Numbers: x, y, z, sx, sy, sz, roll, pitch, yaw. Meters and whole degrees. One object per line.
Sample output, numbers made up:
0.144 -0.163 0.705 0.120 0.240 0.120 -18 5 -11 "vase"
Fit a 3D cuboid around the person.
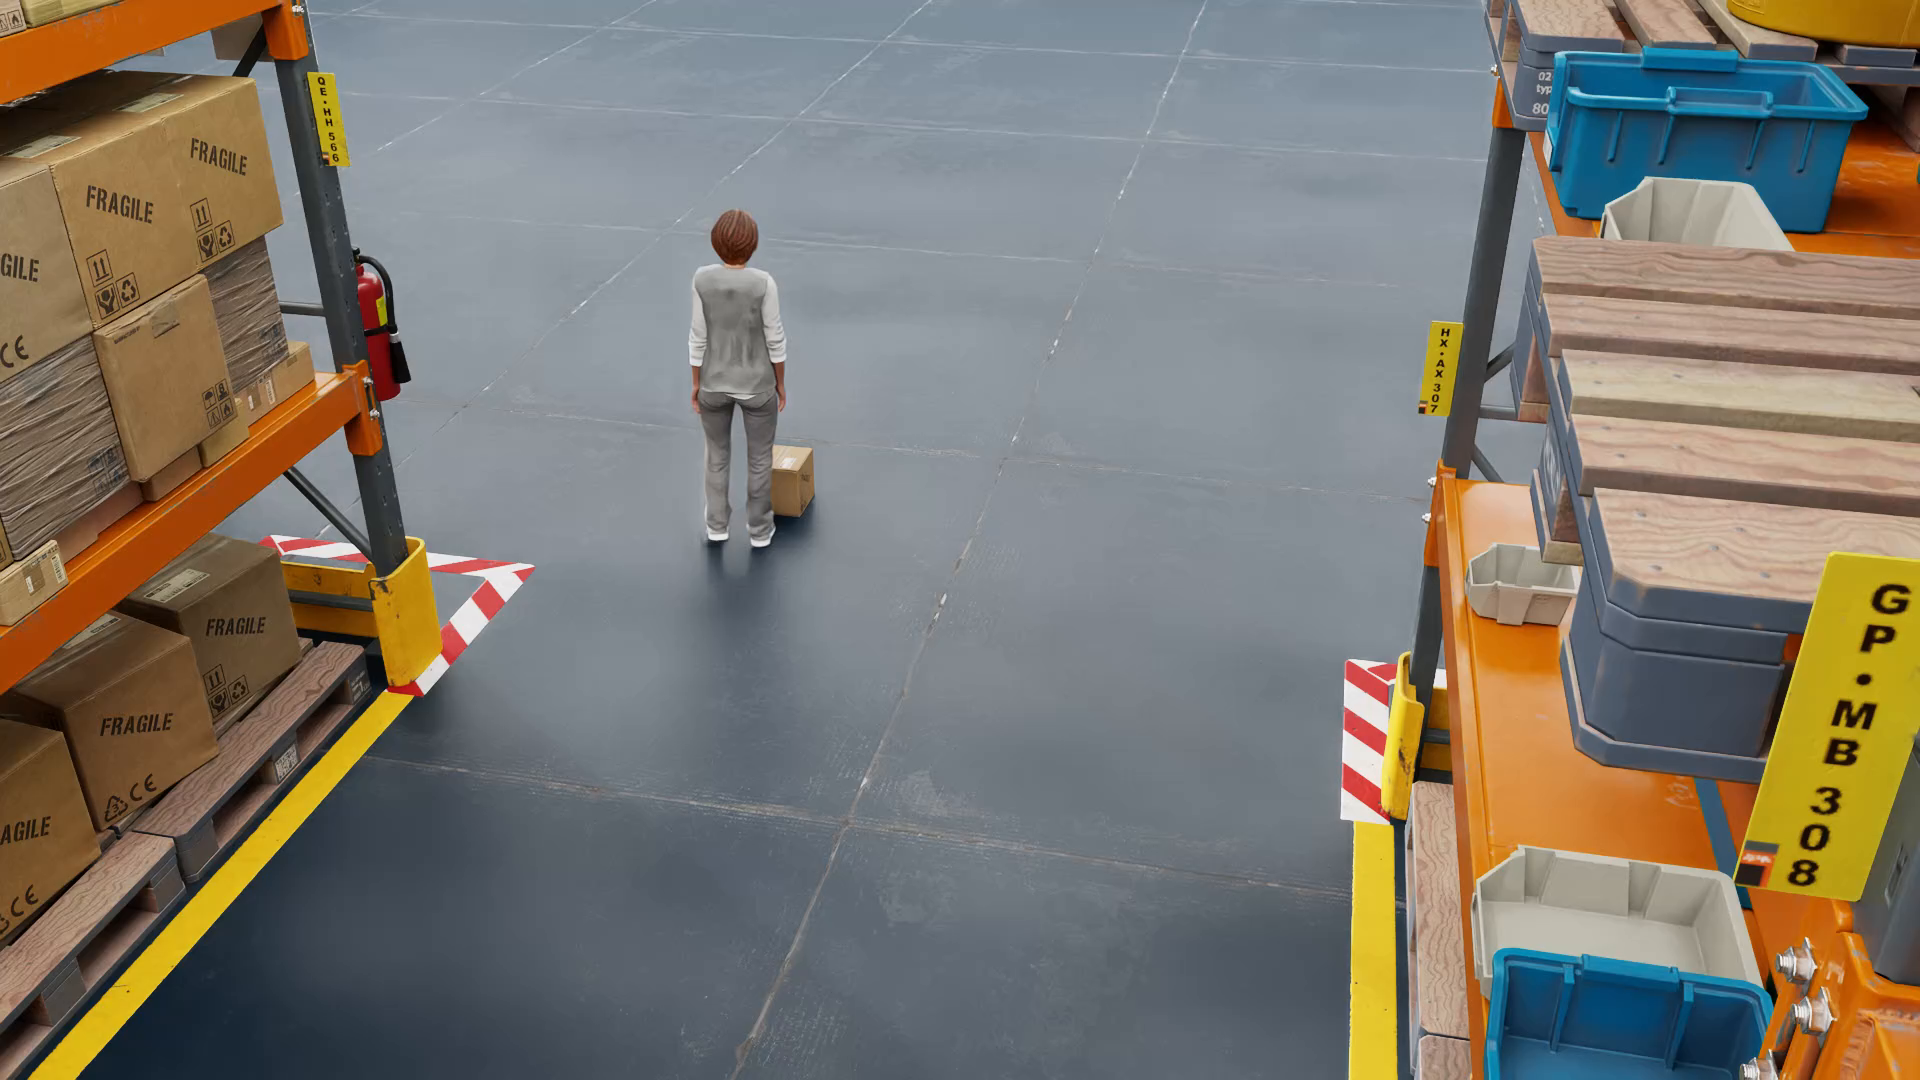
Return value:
-0.968 -0.678 7.334 0.458 1.597 0.396 3 29 5 "person"
